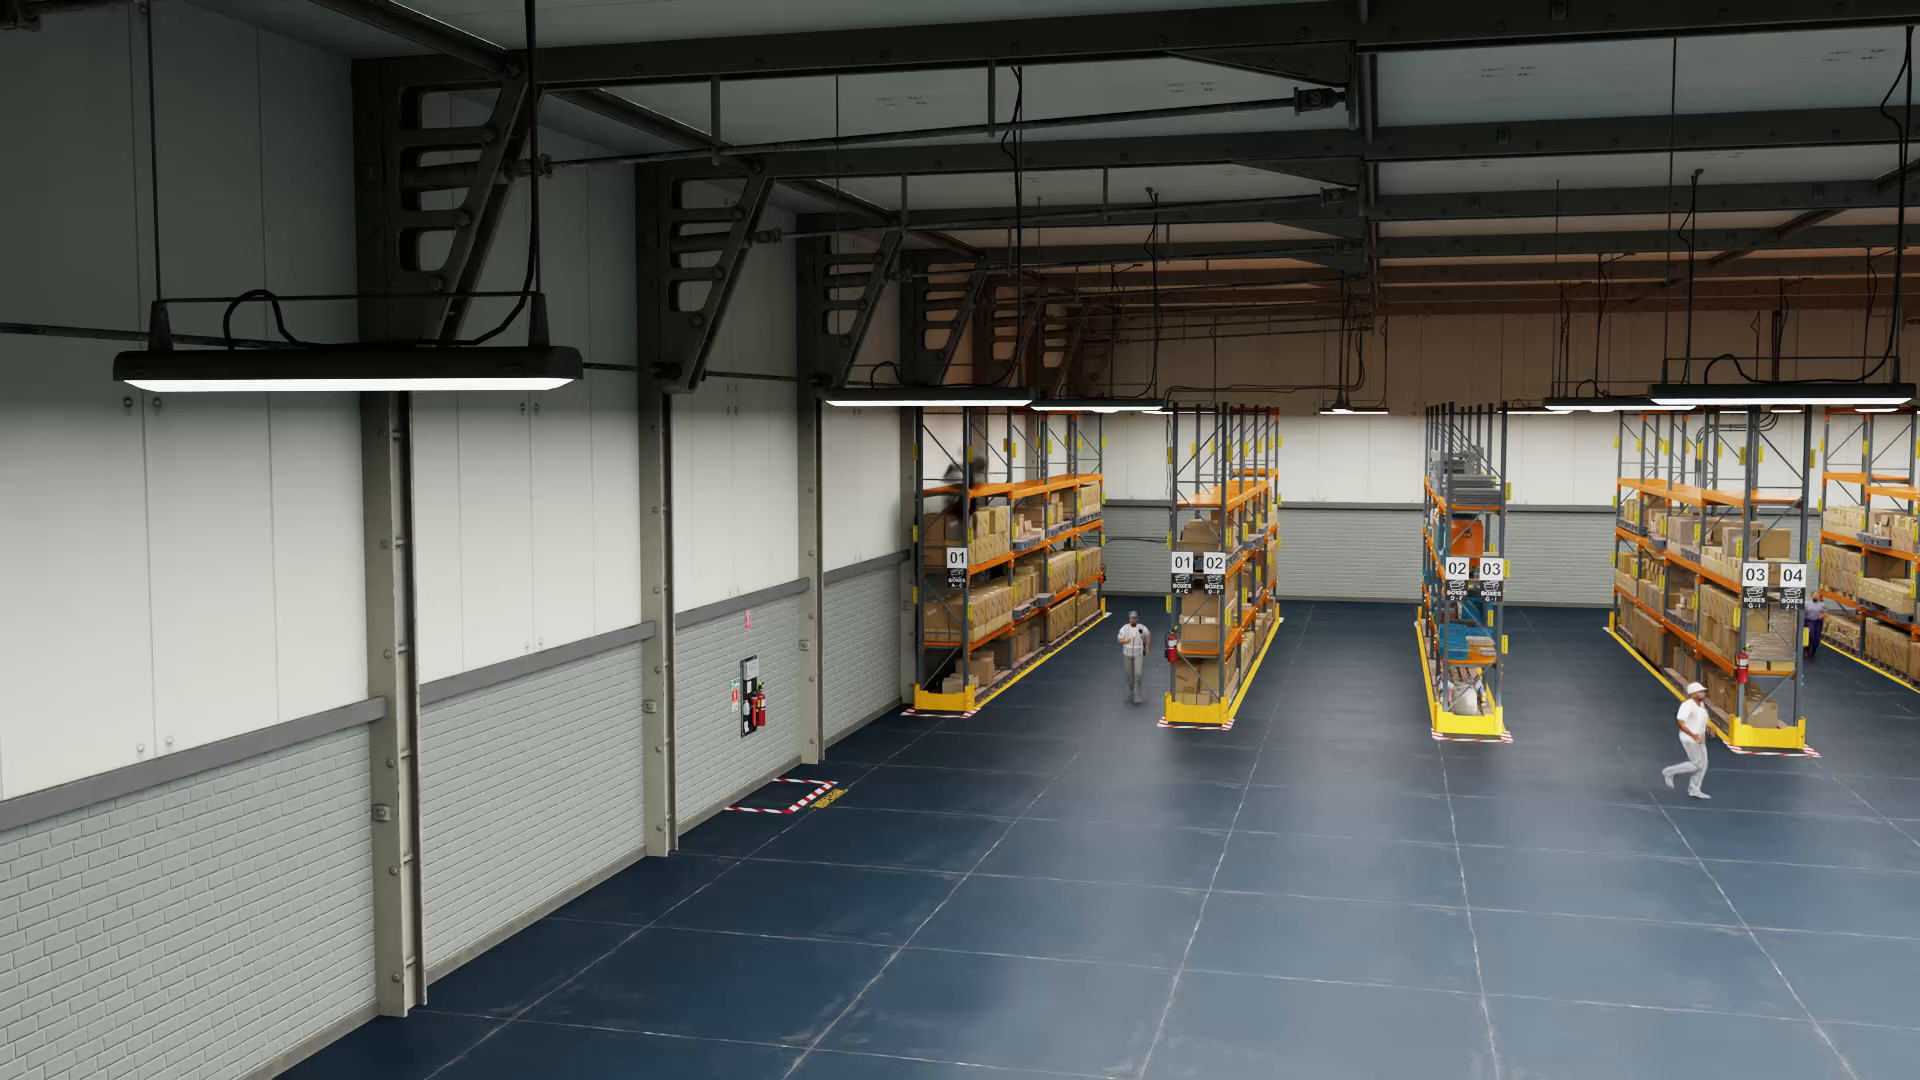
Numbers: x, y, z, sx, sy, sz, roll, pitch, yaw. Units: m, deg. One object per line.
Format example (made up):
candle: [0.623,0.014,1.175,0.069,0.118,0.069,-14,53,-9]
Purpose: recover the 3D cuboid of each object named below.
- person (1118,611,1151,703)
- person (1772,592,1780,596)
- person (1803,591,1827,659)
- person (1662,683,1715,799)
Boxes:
person: [3.520,2.346,33.698,0.642,1.830,0.845,1,4,12]
person: [21.324,1.681,43.977,0.587,1.580,0.772,-4,6,-44]
person: [20.133,2.009,39.221,0.586,1.621,0.642,1,4,10]
person: [11.038,3.009,25.153,0.662,1.741,0.698,4,6,42]
